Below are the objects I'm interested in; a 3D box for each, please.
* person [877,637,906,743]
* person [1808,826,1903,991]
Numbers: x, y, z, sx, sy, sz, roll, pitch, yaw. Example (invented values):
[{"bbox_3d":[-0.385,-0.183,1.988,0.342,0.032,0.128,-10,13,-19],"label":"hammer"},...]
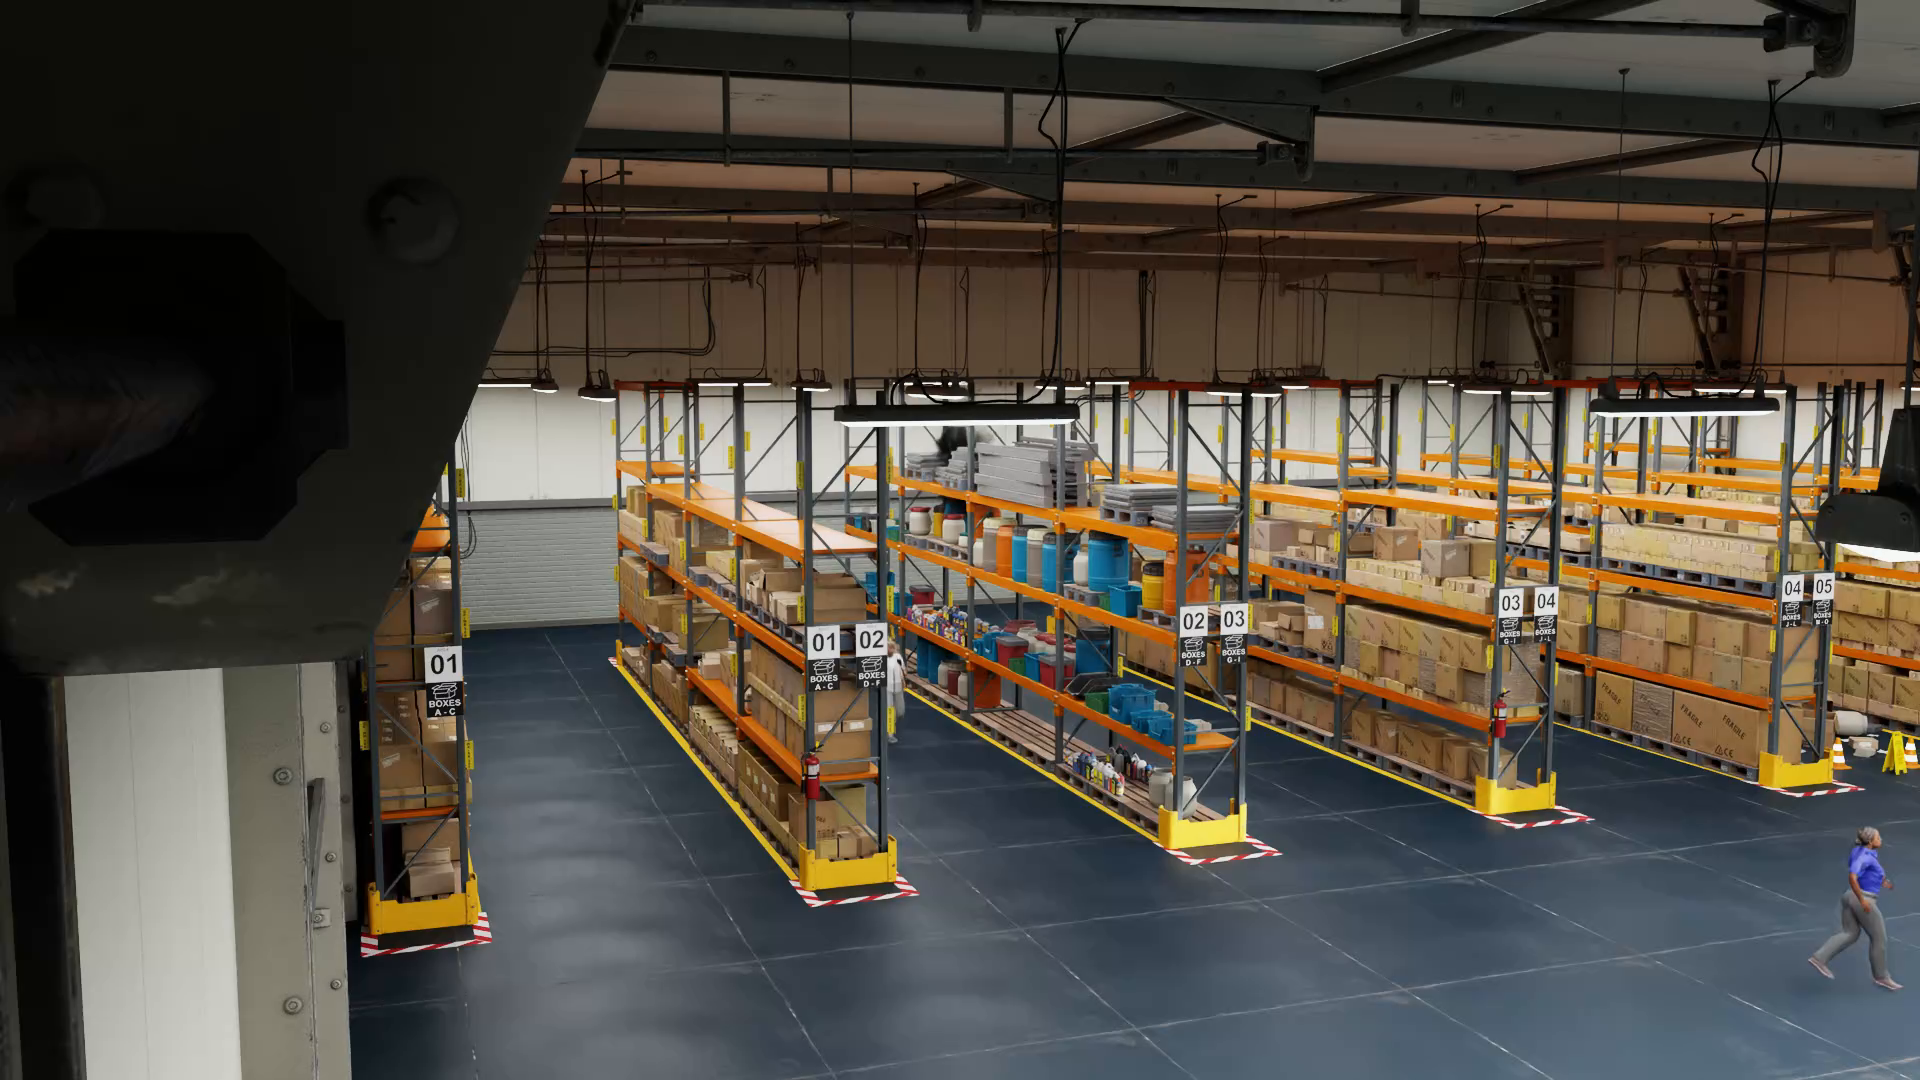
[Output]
[{"bbox_3d":[-1.176,2.473,27.669,0.664,1.725,0.624,-3,7,-25],"label":"person"},{"bbox_3d":[9.140,3.723,16.910,0.882,1.672,0.579,1,6,6],"label":"person"}]
